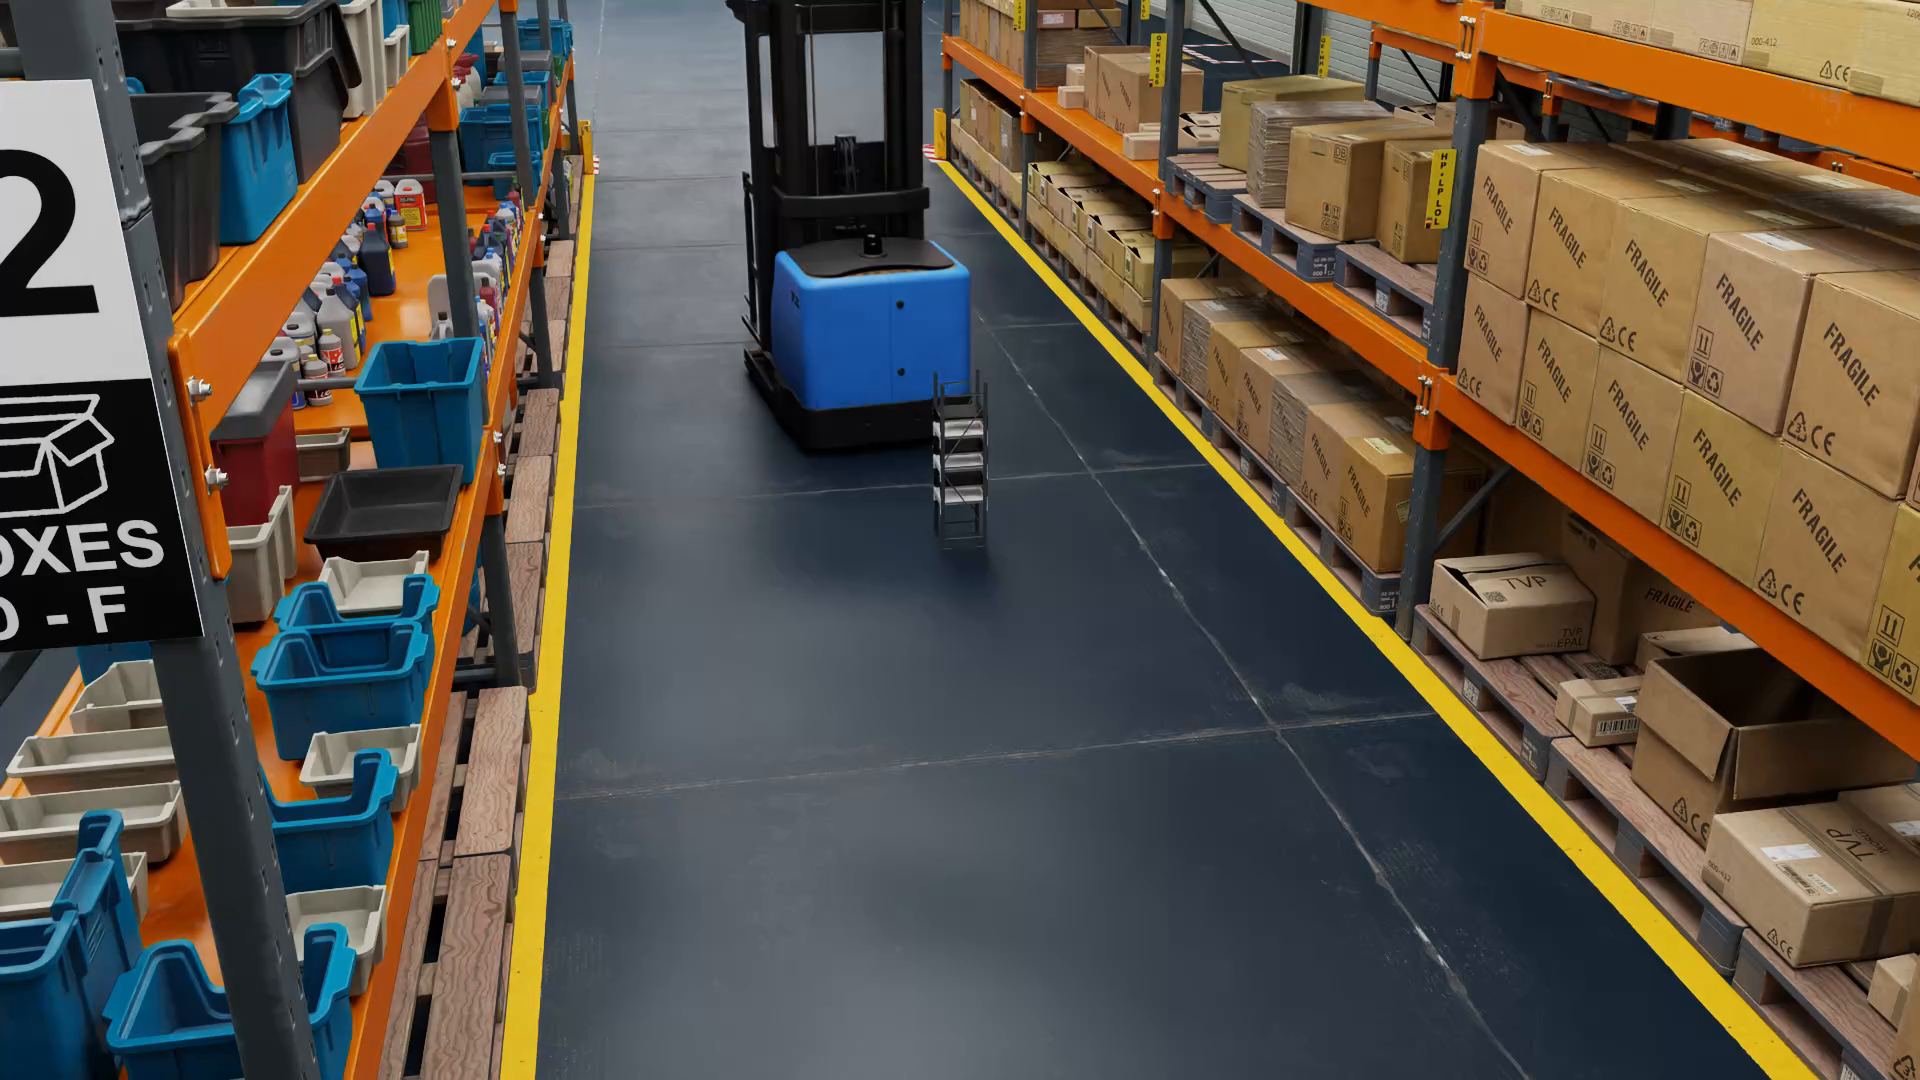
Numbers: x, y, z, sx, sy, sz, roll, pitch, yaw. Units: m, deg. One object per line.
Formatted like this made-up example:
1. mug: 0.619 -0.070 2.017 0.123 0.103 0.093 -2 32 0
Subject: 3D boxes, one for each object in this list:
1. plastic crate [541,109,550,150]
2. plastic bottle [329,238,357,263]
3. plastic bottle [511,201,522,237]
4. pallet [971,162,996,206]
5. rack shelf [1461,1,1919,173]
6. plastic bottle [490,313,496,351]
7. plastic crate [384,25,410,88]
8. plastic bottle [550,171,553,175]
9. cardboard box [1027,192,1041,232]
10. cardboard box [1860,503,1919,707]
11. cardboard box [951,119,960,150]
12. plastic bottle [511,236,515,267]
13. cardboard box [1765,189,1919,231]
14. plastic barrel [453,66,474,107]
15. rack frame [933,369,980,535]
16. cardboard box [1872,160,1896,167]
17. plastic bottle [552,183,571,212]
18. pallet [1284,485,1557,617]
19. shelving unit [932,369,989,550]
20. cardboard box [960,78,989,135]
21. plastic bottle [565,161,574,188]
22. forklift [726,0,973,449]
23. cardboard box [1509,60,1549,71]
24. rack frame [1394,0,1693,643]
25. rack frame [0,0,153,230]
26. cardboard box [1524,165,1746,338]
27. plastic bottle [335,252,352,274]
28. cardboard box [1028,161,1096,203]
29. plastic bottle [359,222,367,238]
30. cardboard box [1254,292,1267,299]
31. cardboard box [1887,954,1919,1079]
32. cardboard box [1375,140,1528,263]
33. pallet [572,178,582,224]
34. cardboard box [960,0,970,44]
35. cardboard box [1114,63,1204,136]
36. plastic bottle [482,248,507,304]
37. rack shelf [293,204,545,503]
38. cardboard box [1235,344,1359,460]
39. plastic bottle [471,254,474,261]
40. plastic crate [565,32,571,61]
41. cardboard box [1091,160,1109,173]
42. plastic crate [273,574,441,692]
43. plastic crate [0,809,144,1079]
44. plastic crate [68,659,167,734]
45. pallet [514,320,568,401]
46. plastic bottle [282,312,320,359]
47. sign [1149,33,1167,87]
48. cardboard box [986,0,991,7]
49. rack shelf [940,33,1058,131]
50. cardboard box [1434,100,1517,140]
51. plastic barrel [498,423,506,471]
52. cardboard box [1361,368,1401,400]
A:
1. plastic crate: -3.217 -2.980 12.091 0.450 0.188 0.662 -4 24 -10
2. plastic bottle: -3.033 -1.343 8.139 0.144 0.351 0.185 -4 24 -10
3. plastic bottle: -2.537 -1.812 9.400 0.097 0.201 0.097 0 24 0
4. pallet: 0.717 -3.626 16.788 1.003 0.211 1.213 -4 24 -10
5. rack shelf: 2.901 -1.218 4.943 1.077 0.370 4.000 -4 24 -10
6. plastic bottle: -2.129 -0.944 7.412 0.097 0.201 0.097 0 24 0
7. plastic crate: -1.728 -1.377 4.736 0.293 0.136 0.466 -4 24 -10
8. plastic bottle: -3.860 -3.372 15.669 0.097 0.201 0.097 0 24 0
9. cardboard box: 0.883 -2.862 14.466 0.500 0.250 0.500 -5 24 -11
10. cardboard box: 2.821 0.208 4.402 0.500 0.500 0.500 -4 24 -9
11. cardboard box: 0.193 -4.385 17.953 0.500 0.250 0.500 -4 24 -10
12. plastic bottle: -2.411 -1.544 8.786 0.097 0.201 0.097 0 24 0
13. cardboard box: 3.069 -0.885 5.654 0.500 0.500 0.500 -4 24 -9
14. plastic barrel: -3.720 -3.123 11.982 0.433 0.535 0.433 0 24 0
15. rack frame: -0.017 -0.449 8.654 0.240 0.900 0.006 -4 24 -10
16. cardboard box: 6.492 -2.649 11.356 0.380 0.149 0.250 -5 24 -11
17. plastic bottle: -3.558 -3.077 14.809 0.144 0.351 0.185 -4 24 -8
18. pallet: 2.344 0.001 8.485 1.003 0.211 1.213 -4 24 -10
19. shelving unit: 0.001 -0.409 8.563 0.258 0.900 0.210 -4 24 -10
20. cardboard box: 0.287 -4.532 17.353 0.500 0.500 0.500 -4 24 -10
21. plastic bottle: -3.766 -3.477 15.817 0.152 0.276 0.135 -4 24 -9
22. forklift: -0.841 -2.445 10.685 1.130 2.935 3.031 -7 25 -16
23. cardboard box: 5.534 -4.579 15.649 0.500 0.250 0.500 -4 24 -10
24. rack frame: 2.531 -0.960 7.200 1.000 3.000 0.127 -4 24 -10
25. rack frame: -1.598 -1.771 1.561 1.000 3.000 0.127 -4 24 -10
26. cardboard box: 2.438 -1.055 6.044 0.500 0.500 0.500 -5 24 -11
27. plastic bottle: -2.970 -1.254 8.034 0.097 0.271 0.097 0 24 0
28. cardboard box: 0.883 -3.115 14.345 0.500 0.311 0.500 -4 24 -10
29. plastic bottle: -3.210 -1.601 8.916 0.097 0.201 0.097 0 24 0
30. cardboard box: 1.983 -1.693 11.790 0.500 0.250 0.500 -4 24 -10
31. cardboard box: 2.928 1.362 4.458 0.500 0.500 0.500 -4 24 -10
32. cardboard box: 2.474 -1.667 8.169 0.700 0.500 0.500 -1 24 -1
33. pallet: -4.129 -3.212 15.840 1.003 0.211 1.213 -4 24 -10
34. cardboard box: 0.386 -5.541 17.565 0.700 0.500 0.500 -4 24 -10
35. cardboard box: 1.465 -3.238 12.291 0.500 0.500 0.500 -6 24 -13
36. plastic bottle: -2.275 -1.288 8.111 0.097 0.271 0.097 0 24 0
37. rack shelf: -2.707 -1.052 8.309 1.077 0.370 4.000 -4 24 -10
38. cardboard box: 1.887 -0.781 9.364 0.500 0.500 0.500 -5 24 -12
39. plastic bottle: -2.435 -1.315 8.174 0.097 0.271 0.097 0 24 0
40. plastic crate: -4.055 -4.816 16.215 0.499 0.251 0.408 -4 24 -10
41. cardboard box: 1.408 -3.158 14.443 0.500 0.311 0.500 -4 24 -10
42. plastic crate: -1.619 0.270 4.518 0.416 0.233 0.300 -4 24 -10
43. plastic crate: -1.843 0.817 3.013 0.616 0.435 0.499 -4 24 -10
44. plastic crate: -2.114 0.427 4.280 0.298 0.136 0.250 -4 24 -10
45. pallet: -3.182 -1.198 11.229 1.003 0.211 1.213 -4 24 -10
46. plastic bottle: -2.796 -0.813 7.018 0.152 0.276 0.135 -4 24 -10
47. sign: 1.247 -3.022 10.474 0.100 0.325 0.005 -4 24 -10
48. cardboard box: 0.456 -5.248 16.083 0.380 0.149 0.250 -4 24 -9
49. rack shelf: 0.682 -4.564 16.350 1.077 0.370 4.000 -4 24 -10
50. cardboard box: 5.411 -4.309 17.442 0.700 0.500 0.500 -6 24 -13
51. plastic barrel: -2.761 -0.620 8.911 0.600 0.588 0.708 -4 24 -10
52. cardboard box: 2.487 -0.630 9.019 0.500 0.500 0.500 -4 24 -9
